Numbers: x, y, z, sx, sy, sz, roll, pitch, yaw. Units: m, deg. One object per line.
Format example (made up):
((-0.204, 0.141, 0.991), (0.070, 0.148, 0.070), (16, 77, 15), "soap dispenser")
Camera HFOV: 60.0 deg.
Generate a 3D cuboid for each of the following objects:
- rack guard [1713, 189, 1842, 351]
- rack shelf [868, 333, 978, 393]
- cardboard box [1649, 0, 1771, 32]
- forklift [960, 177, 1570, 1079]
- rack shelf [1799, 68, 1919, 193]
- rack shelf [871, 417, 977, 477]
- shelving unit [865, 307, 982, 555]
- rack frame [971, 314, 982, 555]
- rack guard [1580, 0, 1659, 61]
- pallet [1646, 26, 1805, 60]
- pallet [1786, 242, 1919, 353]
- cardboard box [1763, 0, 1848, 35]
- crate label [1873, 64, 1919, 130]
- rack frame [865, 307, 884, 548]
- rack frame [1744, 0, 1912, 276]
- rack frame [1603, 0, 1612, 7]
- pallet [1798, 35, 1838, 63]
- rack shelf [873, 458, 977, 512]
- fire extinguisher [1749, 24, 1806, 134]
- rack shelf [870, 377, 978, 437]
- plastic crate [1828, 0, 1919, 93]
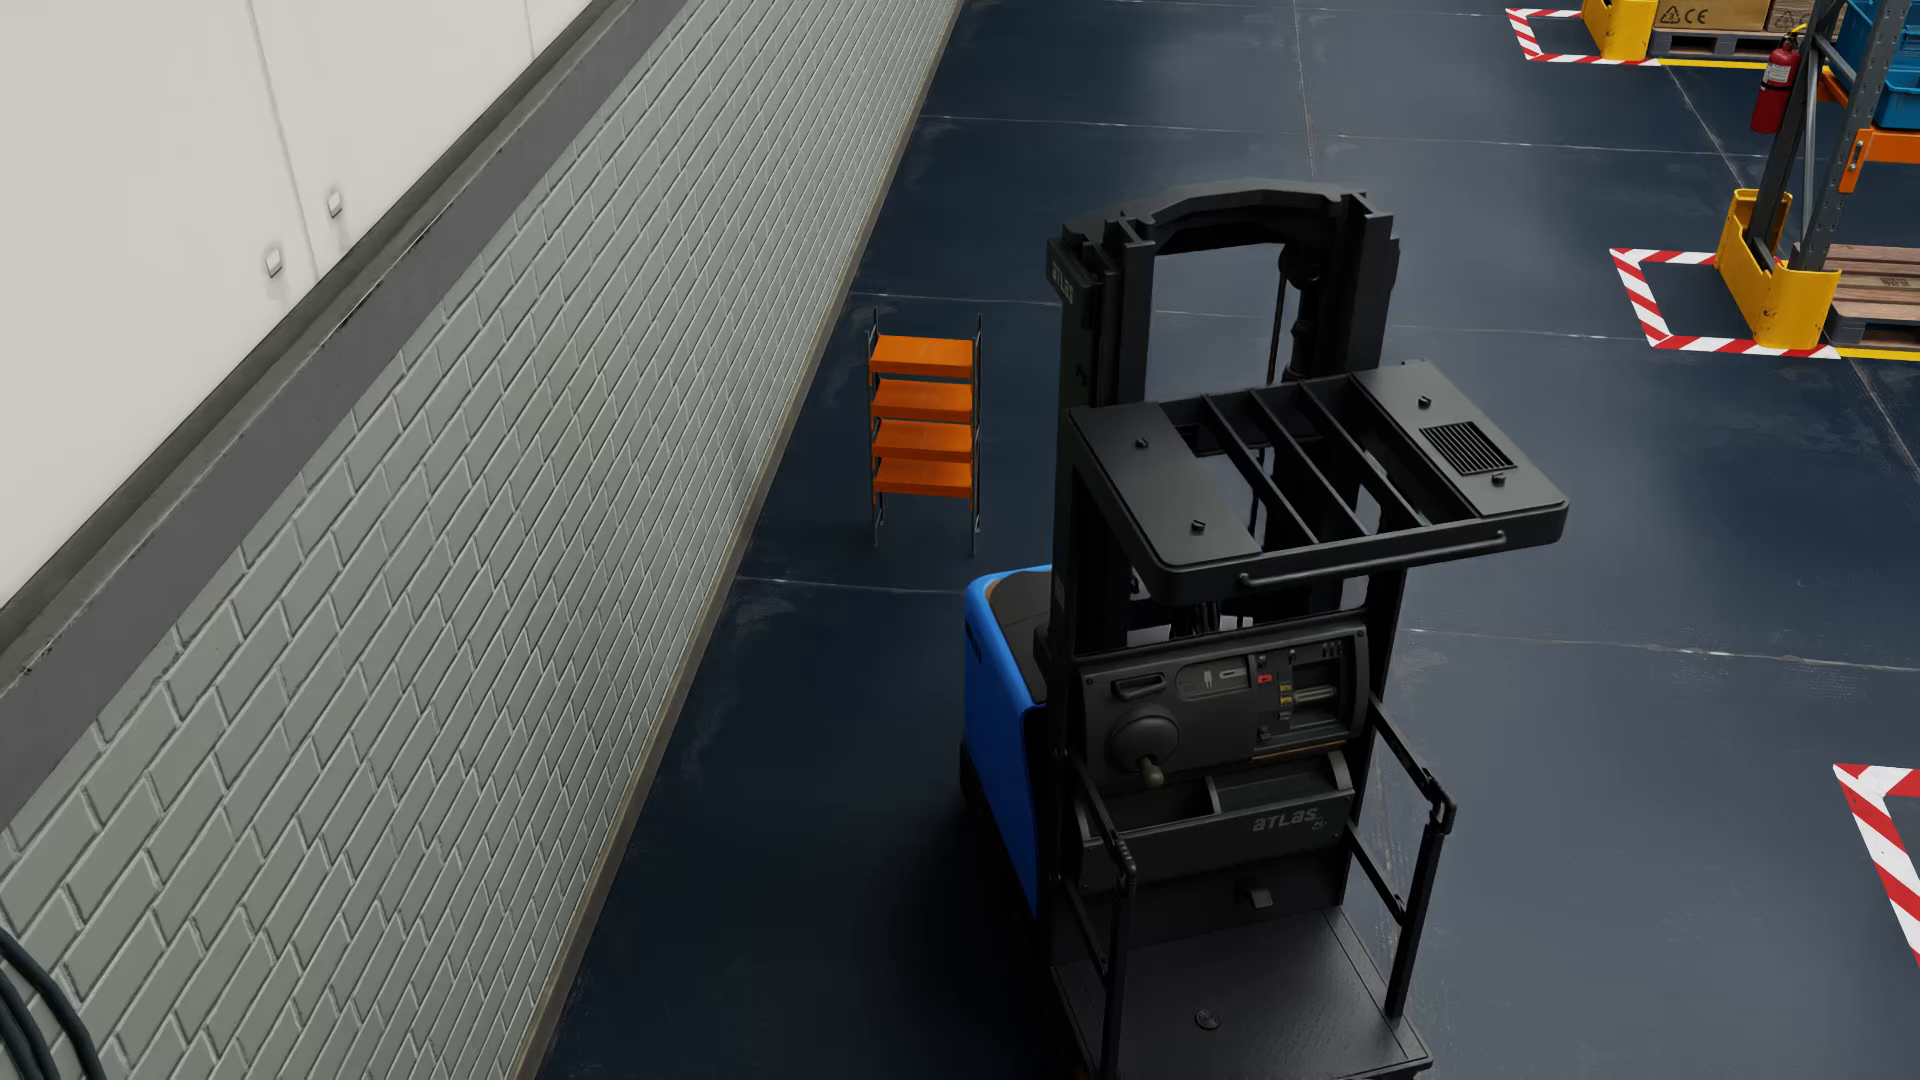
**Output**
((4.971, -1.667, 10.156), (0.348, 0.500, 1.175), (4, 36, 6), "rack guard")
((-0.164, -0.820, 7.690), (0.480, 0.148, 0.258), (4, 36, 6), "rack shelf")
((6.273, -4.849, 13.930), (0.875, 0.875, 0.875), (4, 36, 6), "cardboard box")
((0.875, 0.573, 4.924), (1.130, 2.935, 3.031), (-9, 36, -12), "forklift")
((6.981, -2.250, 9.439), (4.000, 0.370, 1.077), (4, 36, 6), "rack shelf")
((-0.164, -0.446, 7.958), (0.480, 0.148, 0.258), (4, 36, 6), "rack shelf")
((-0.164, -0.501, 7.919), (0.503, 1.200, 0.258), (4, 36, 6), "shelving unit")
((0.078, -0.483, 7.893), (0.015, 1.200, 0.240), (4, 36, 6), "rack frame")
((5.604, -4.528, 14.165), (0.348, 0.500, 1.175), (4, 36, 6), "rack guard")
((6.431, -4.395, 14.226), (1.213, 0.211, 1.003), (4, 36, 6), "pallet")
((5.810, -1.472, 10.131), (1.213, 0.211, 1.003), (4, 36, 6), "pallet")
((7.175, -4.782, 13.835), (0.875, 0.875, 0.875), (4, 36, 6), "cardboard box")
((5.200, -2.439, 9.177), (0.303, 0.233, 0.416), (4, 36, 6), "crate label")
((-0.406, -0.519, 7.944), (0.015, 1.200, 0.240), (4, 36, 6), "rack frame")
((4.997, -2.690, 9.437), (0.127, 3.000, 1.000), (4, 36, 6), "rack frame")
((5.628, -5.544, 13.436), (0.127, 3.000, 1.000), (4, 36, 6), "rack frame")
((7.637, -4.303, 14.098), (1.213, 0.211, 1.003), (4, 36, 6), "pallet")
((-0.164, -0.284, 8.073), (0.480, 0.148, 0.258), (4, 36, 6), "rack shelf")
((4.905, -2.780, 9.951), (0.183, 0.674, 0.296), (4, 36, 6), "fire extinguisher")
((-0.164, -0.628, 7.828), (0.480, 0.148, 0.258), (4, 36, 6), "rack shelf")
((5.353, -2.812, 9.526), (0.499, 0.435, 0.616), (4, 36, 6), "plastic crate")
